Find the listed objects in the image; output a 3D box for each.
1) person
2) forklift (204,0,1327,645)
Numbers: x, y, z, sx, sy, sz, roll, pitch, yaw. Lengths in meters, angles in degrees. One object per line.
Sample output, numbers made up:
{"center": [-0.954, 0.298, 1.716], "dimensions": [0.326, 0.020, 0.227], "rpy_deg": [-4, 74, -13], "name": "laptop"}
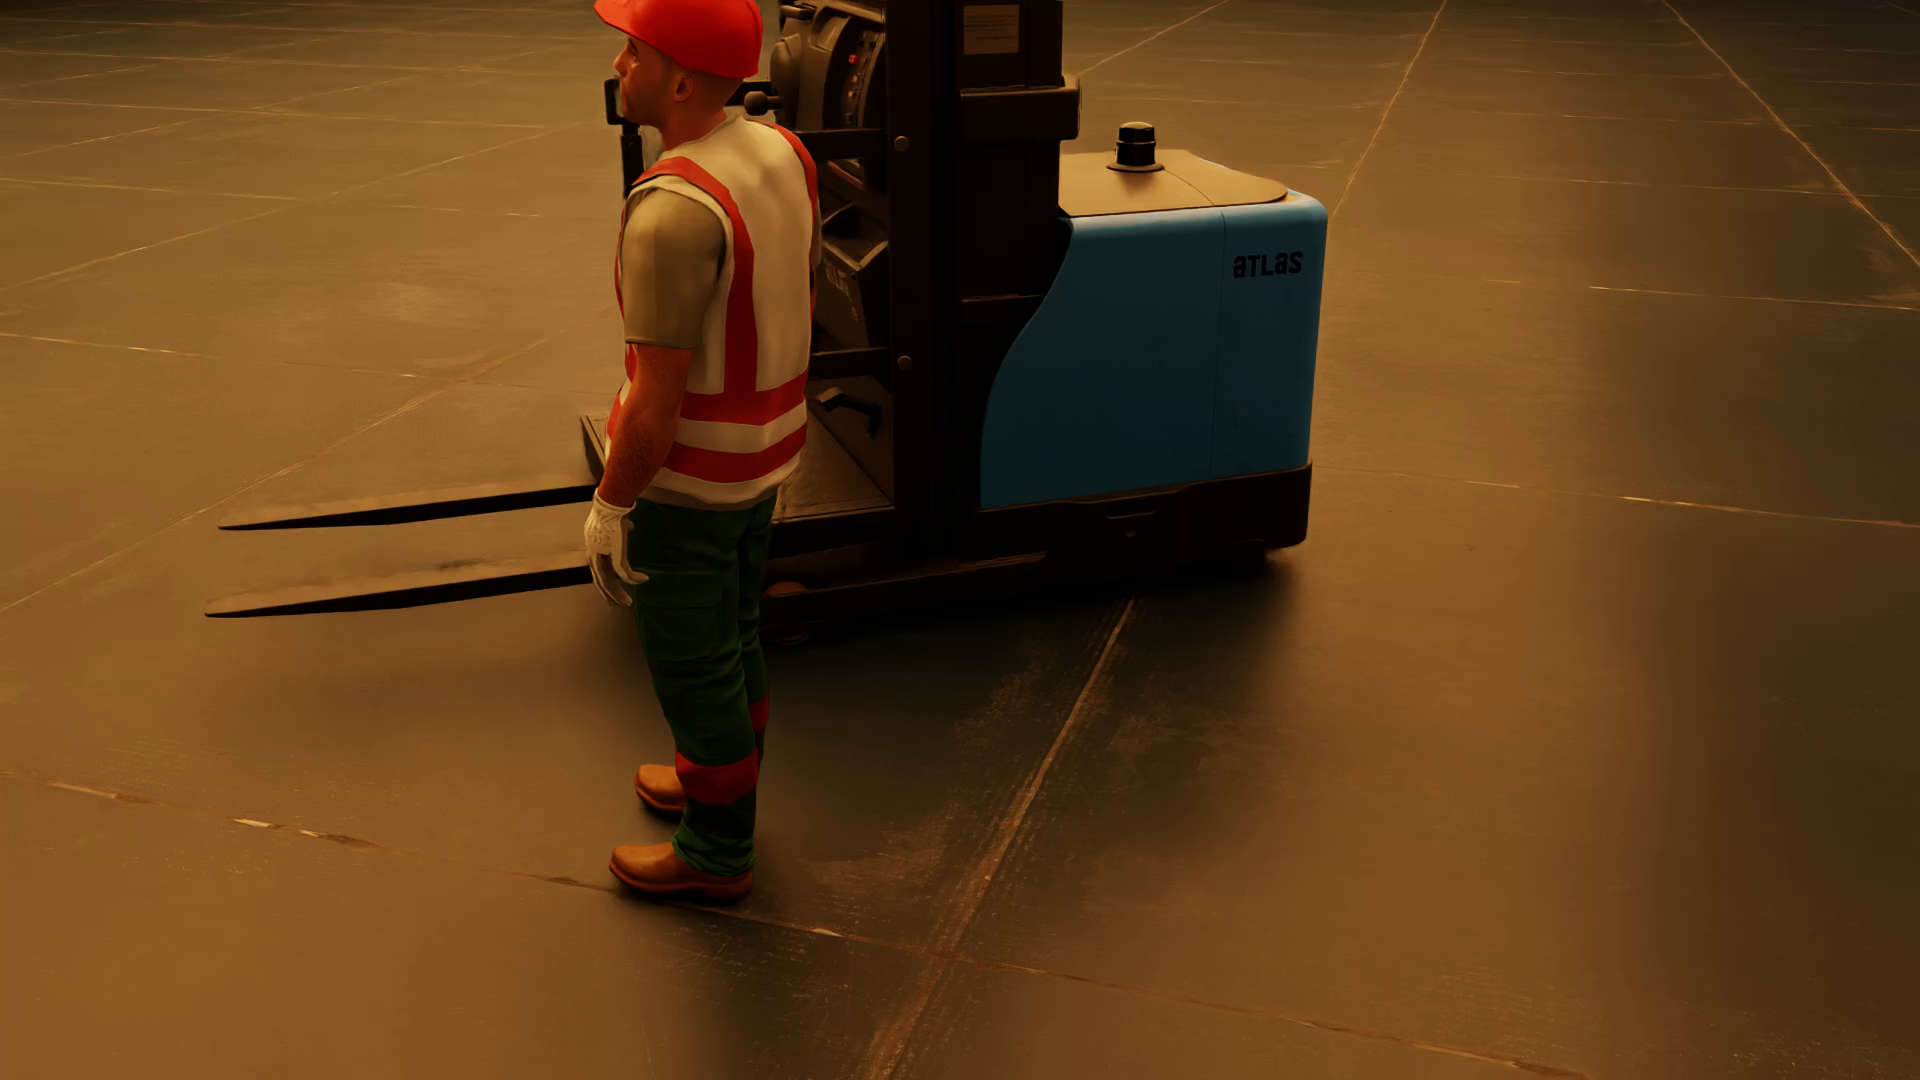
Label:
{"center": [-0.544, -0.137, 3.093], "dimensions": [0.556, 1.790, 0.641], "rpy_deg": [7, 24, 17], "name": "person"}
{"center": [-0.542, -1.276, 4.371], "dimensions": [3.031, 2.935, 1.130], "rpy_deg": [-8, 24, -18], "name": "forklift"}
